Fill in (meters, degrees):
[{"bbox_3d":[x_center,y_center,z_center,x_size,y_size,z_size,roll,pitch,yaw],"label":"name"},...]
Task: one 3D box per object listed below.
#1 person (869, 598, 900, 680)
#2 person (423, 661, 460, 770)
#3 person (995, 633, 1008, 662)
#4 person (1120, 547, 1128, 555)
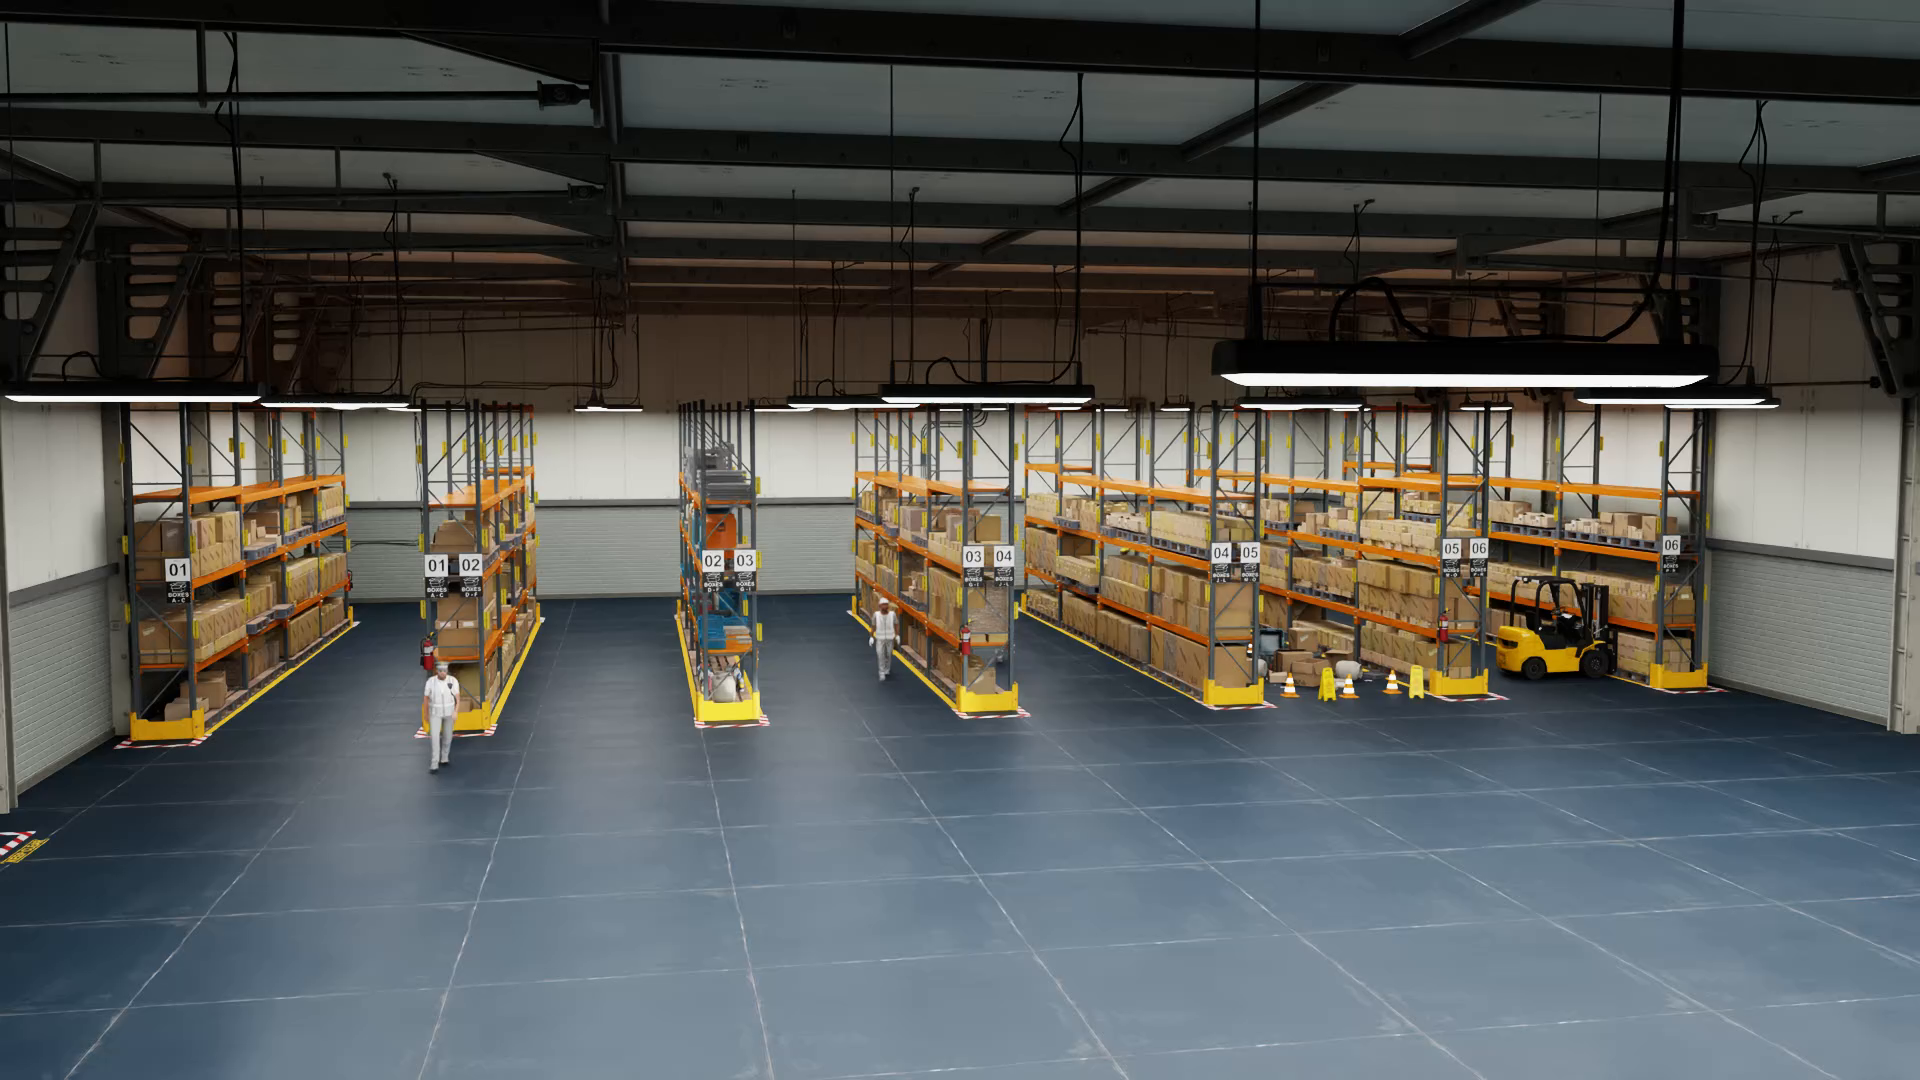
[{"bbox_3d":[-1.619,2.128,35.914,0.643,1.719,0.968,-1,4,-7],"label":"person"},{"bbox_3d":[-8.381,2.811,26.928,0.574,1.710,0.975,-2,5,-28],"label":"person"},{"bbox_3d":[0.935,1.990,38.383,0.690,1.689,0.613,0,4,-2],"label":"person"},{"bbox_3d":[5.022,1.062,50.143,0.720,1.748,0.559,0,4,-3],"label":"person"}]
